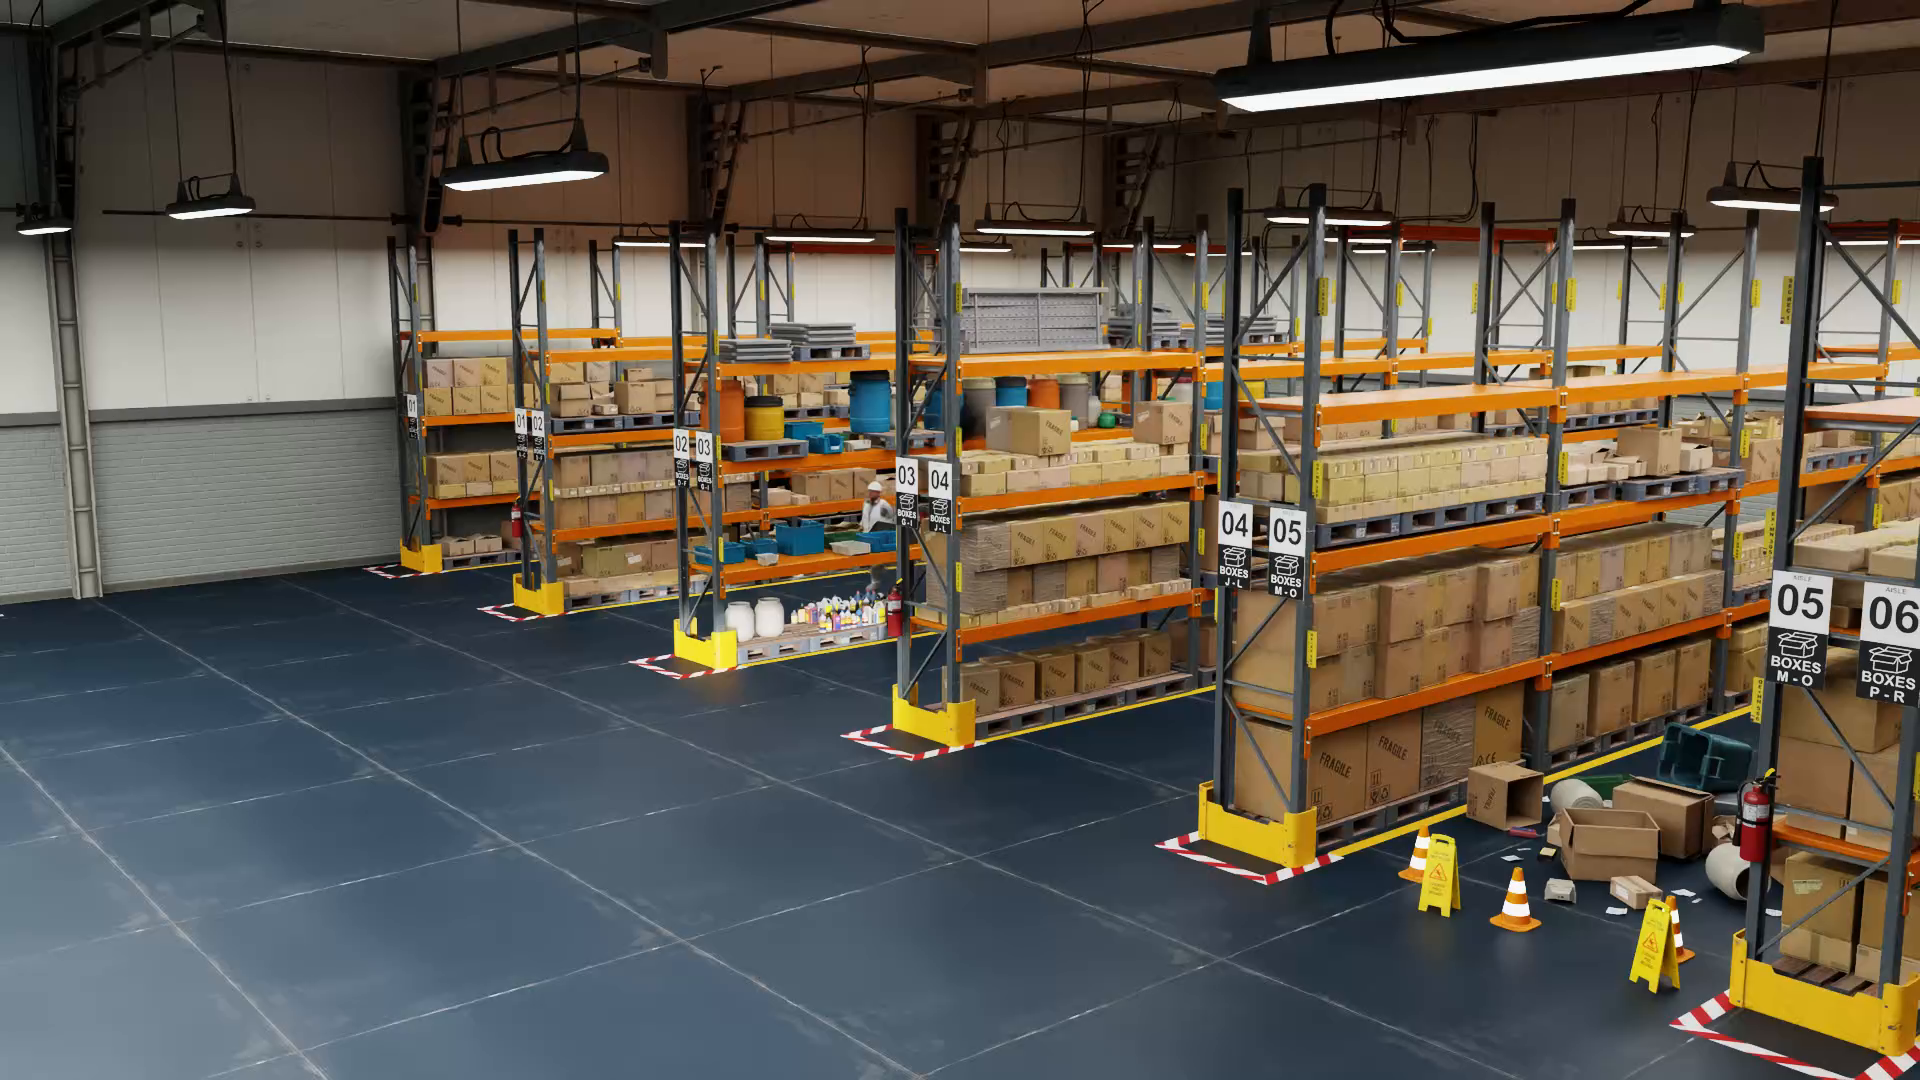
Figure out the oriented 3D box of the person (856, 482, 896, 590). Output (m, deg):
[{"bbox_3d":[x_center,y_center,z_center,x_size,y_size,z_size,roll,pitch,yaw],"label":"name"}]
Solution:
[{"bbox_3d":[-1.330,-0.078,26.800,0.674,1.742,0.546,6,11,36],"label":"person"}]
